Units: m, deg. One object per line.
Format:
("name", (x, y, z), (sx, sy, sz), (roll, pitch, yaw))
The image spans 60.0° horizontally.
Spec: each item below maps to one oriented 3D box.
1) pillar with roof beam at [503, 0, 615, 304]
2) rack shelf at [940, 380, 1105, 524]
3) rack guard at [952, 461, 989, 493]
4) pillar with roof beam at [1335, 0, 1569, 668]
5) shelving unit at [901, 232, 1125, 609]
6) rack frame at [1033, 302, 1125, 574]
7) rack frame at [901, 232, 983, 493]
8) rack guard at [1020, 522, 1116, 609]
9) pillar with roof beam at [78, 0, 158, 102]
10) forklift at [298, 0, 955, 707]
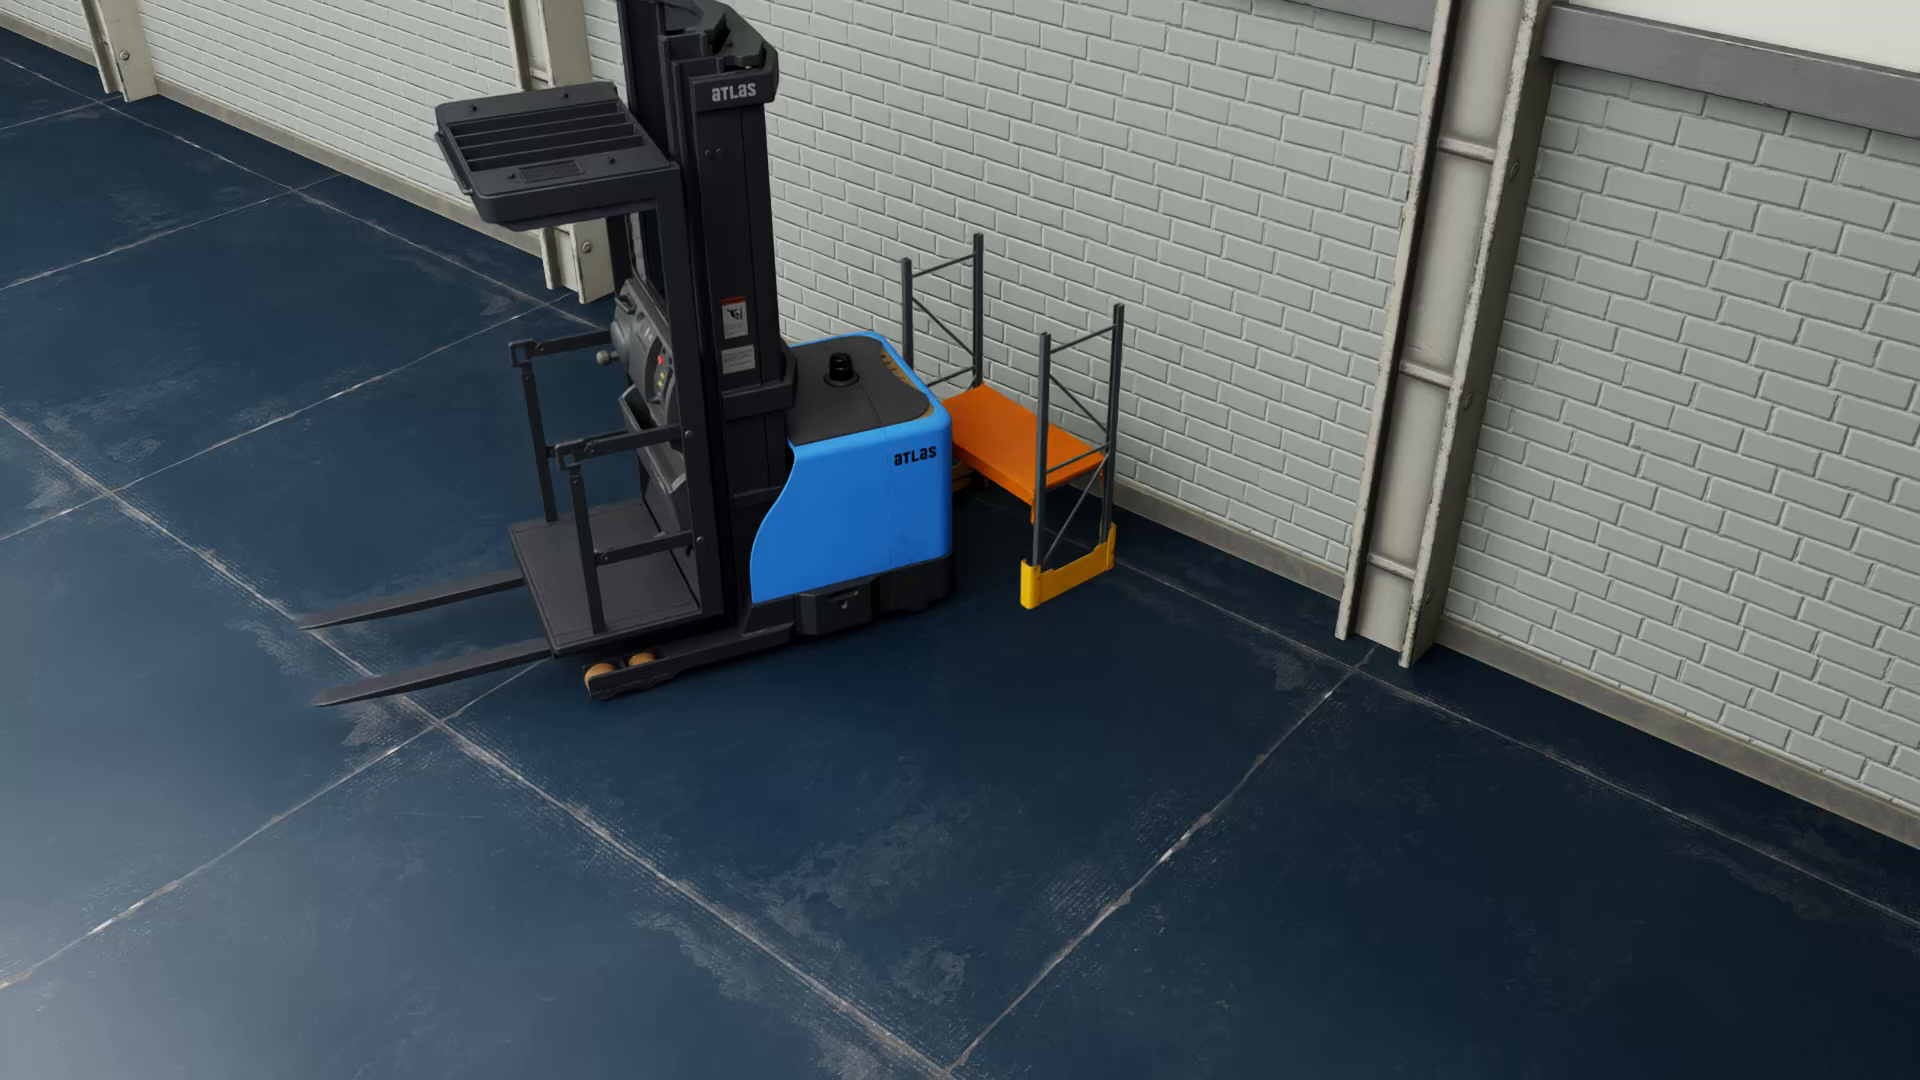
("pillar with roof beam", (-5.298, -3.539, 5.954), (0.400, 9.000, 9.100), (25, 42, 32))
("rack shelf", (0.237, -0.461, 8.414), (0.538, 0.185, 1.000), (-25, 42, -31))
("rack guard", (-0.084, -0.316, 8.990), (0.587, 0.250, 0.087), (-25, 42, -31))
("pillar with roof beam", (-0.687, -1.365, 2.789), (0.400, 9.000, 9.100), (25, 42, 32))
("shelving unit", (0.231, -0.613, 8.318), (0.587, 1.500, 1.083), (-25, 42, -31))
("rack frame", (0.559, -0.387, 7.988), (0.500, 1.500, 0.032), (-25, 42, -31))
("rack frame", (-0.085, -0.832, 8.637), (0.500, 1.500, 0.032), (-25, 42, -31))
("rack guard", (0.547, 0.120, 8.354), (0.587, 0.250, 0.087), (-25, 42, -31))
("pillar with roof beam", (-9.910, -5.712, 9.118), (0.400, 9.000, 9.100), (25, 42, 32))
("forklift", (-1.587, -0.814, 7.346), (3.031, 2.935, 1.130), (-14, 37, -19))
